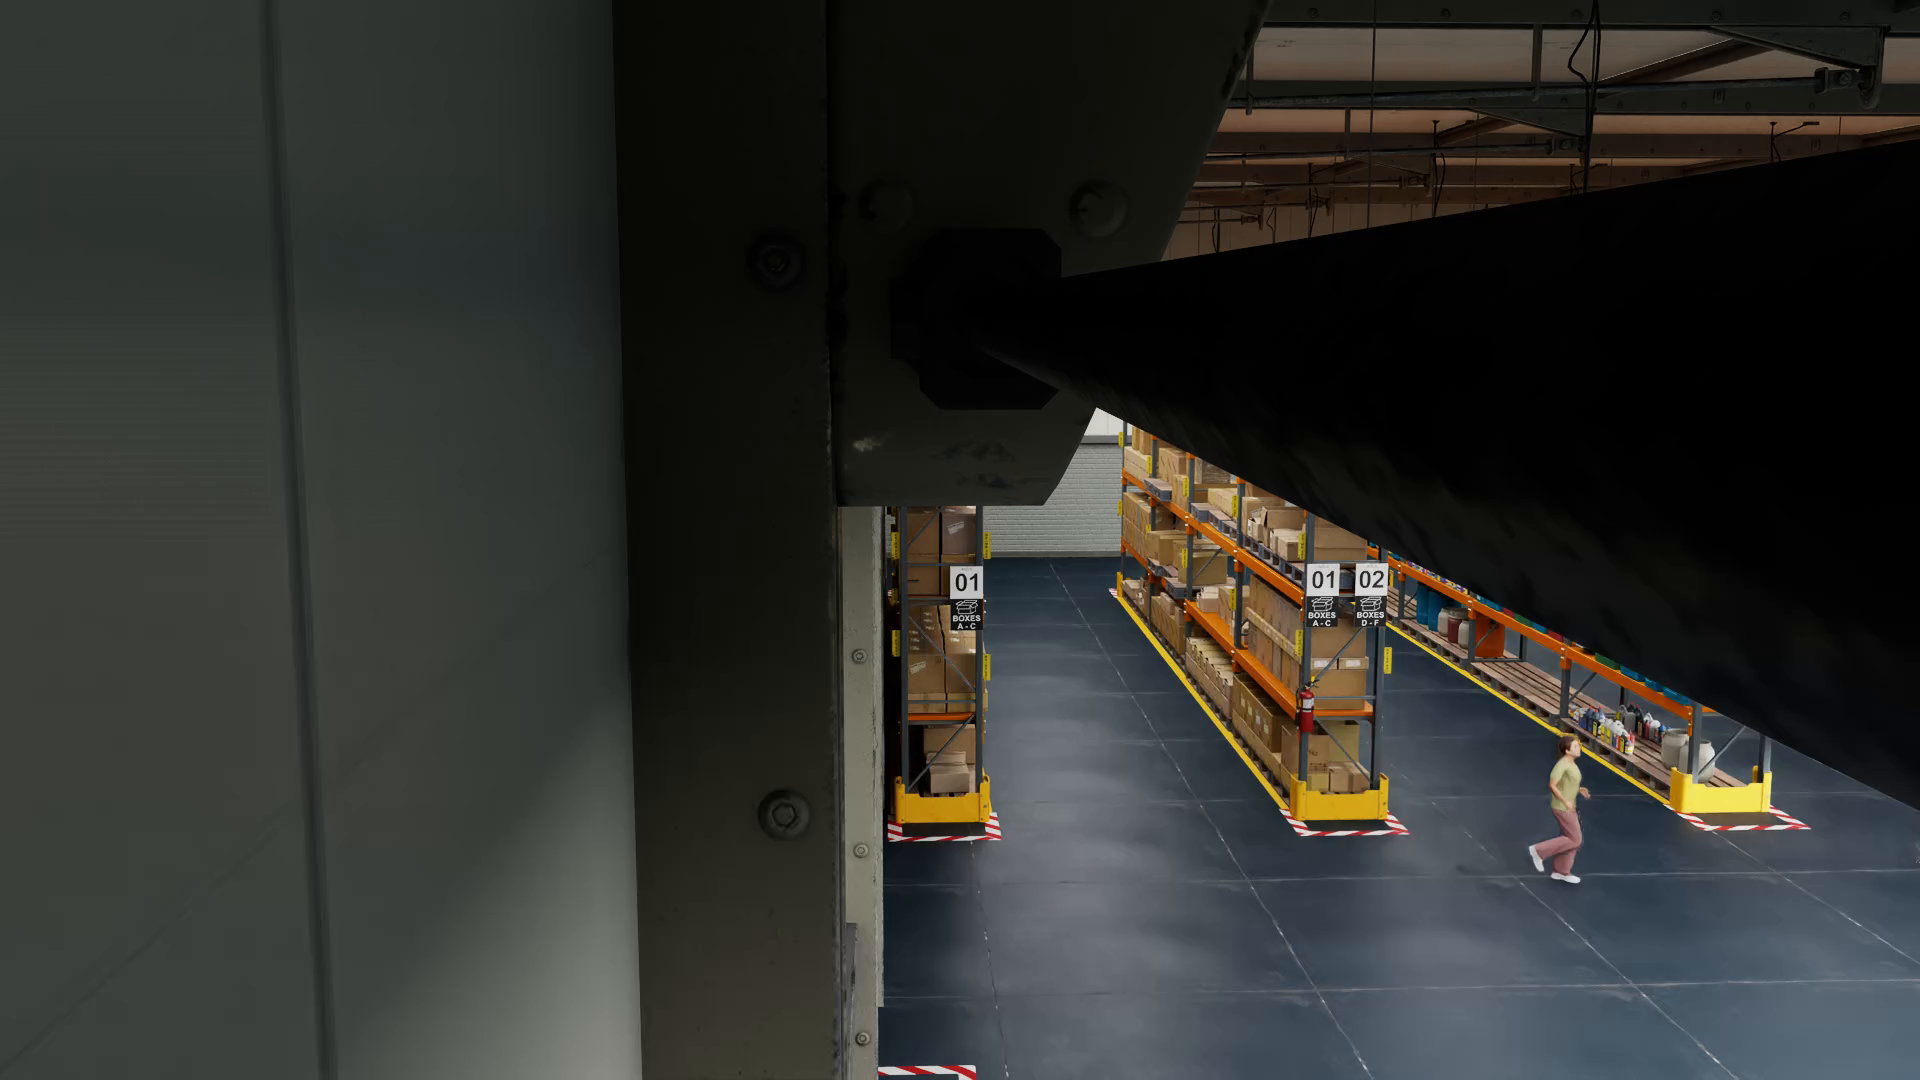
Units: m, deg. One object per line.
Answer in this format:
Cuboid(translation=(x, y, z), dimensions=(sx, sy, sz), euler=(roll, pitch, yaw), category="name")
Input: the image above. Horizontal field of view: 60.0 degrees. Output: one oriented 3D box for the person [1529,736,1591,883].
Cuboid(translation=(6.653, 2.959, 18.415), dimensions=(0.590, 1.640, 0.575), euler=(4, 9, 26), category="person")
